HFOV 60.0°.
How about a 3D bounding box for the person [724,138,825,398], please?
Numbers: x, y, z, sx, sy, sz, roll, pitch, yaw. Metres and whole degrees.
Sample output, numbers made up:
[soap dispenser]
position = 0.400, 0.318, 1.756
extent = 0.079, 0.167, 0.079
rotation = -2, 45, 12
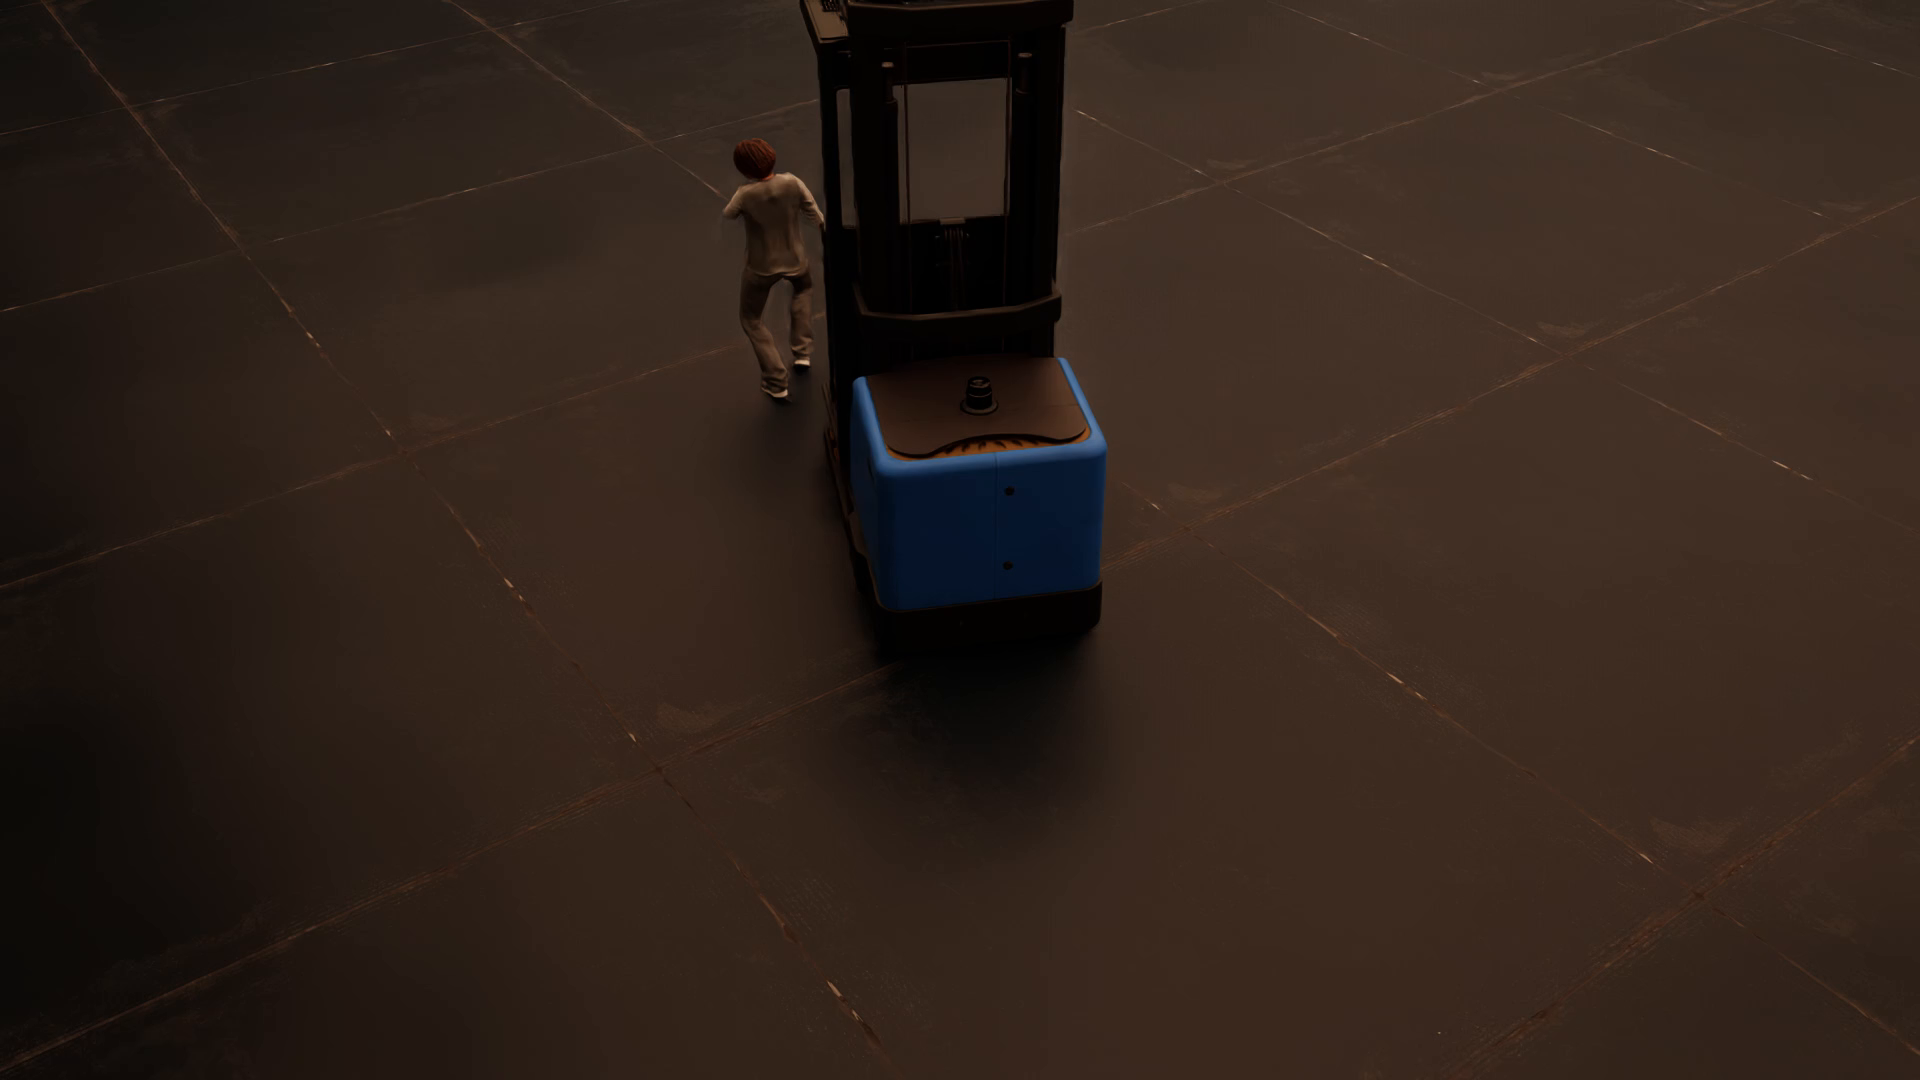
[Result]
[person]
position = -0.986, -1.576, 9.384
extent = 0.606, 1.568, 0.754
rotation = -16, 39, -20

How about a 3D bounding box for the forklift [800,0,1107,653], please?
[forklift]
position = -0.128, -1.536, 8.022
extent = 1.130, 2.935, 3.031
rotation = -7, 37, -9
